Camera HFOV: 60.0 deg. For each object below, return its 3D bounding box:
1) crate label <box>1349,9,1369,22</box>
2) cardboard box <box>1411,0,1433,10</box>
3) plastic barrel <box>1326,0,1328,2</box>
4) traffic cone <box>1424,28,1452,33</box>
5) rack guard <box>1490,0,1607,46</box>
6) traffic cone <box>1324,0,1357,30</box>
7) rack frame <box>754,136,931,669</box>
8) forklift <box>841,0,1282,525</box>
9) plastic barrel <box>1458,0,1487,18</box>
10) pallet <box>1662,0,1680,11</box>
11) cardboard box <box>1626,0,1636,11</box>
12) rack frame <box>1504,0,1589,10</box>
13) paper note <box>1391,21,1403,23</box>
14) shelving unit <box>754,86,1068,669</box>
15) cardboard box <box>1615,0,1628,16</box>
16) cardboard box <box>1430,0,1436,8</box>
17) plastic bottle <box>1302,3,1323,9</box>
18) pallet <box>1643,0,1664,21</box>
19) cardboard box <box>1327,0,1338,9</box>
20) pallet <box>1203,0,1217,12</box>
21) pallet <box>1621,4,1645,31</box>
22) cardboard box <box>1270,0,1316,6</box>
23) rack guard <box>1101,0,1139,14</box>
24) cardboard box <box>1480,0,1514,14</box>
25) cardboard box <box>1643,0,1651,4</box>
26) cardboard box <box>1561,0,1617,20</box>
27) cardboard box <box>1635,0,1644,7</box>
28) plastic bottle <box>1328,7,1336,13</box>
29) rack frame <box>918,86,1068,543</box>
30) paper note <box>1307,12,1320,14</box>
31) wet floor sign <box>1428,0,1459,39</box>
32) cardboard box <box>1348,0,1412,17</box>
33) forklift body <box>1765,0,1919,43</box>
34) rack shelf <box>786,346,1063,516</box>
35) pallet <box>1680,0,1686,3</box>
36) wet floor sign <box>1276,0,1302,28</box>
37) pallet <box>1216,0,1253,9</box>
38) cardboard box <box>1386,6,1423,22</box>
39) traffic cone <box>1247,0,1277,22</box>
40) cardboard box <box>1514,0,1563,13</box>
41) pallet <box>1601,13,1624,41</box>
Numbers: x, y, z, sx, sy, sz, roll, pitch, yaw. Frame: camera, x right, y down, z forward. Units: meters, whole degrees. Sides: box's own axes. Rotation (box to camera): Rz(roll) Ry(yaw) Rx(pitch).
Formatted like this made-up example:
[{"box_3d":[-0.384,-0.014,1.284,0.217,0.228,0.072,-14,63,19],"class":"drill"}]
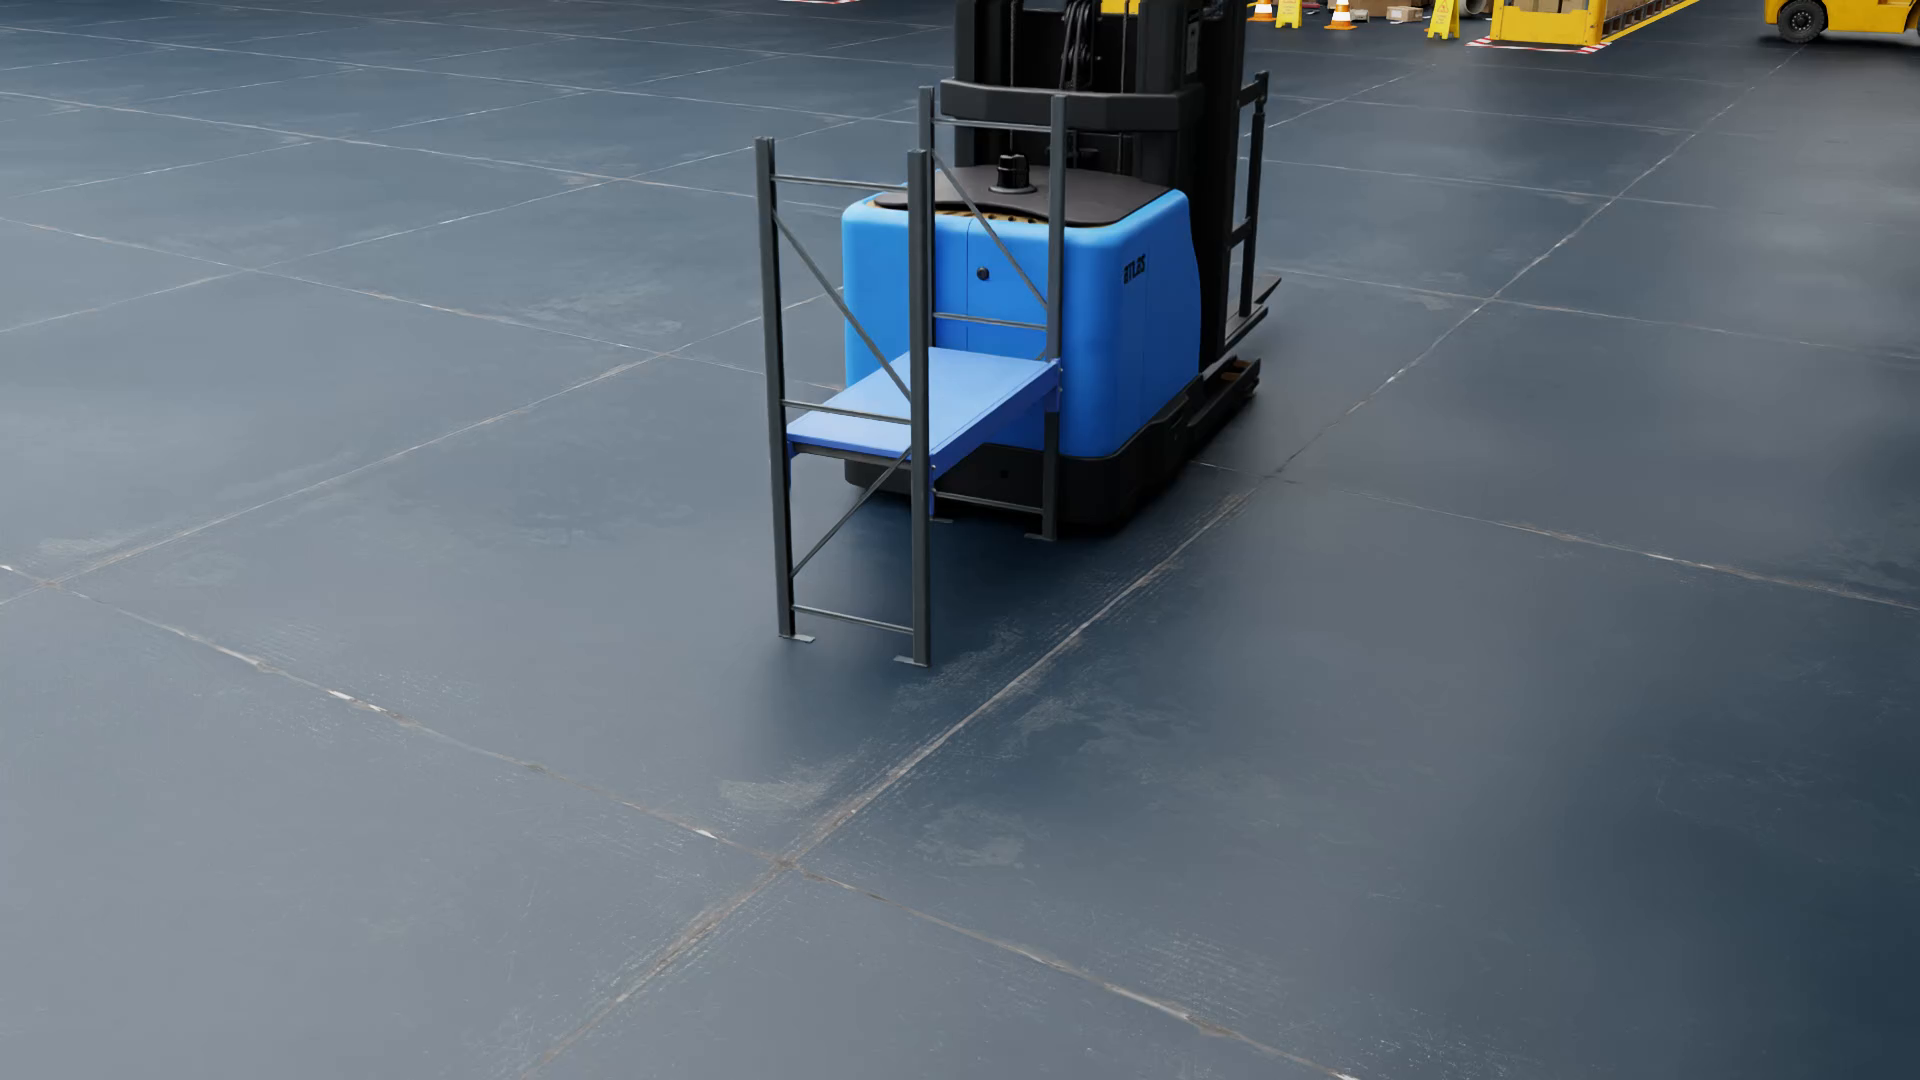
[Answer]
[{"box_3d":[4.919,-6.474,20.533,0.250,0.136,0.298,1,23,2],"class":"crate label"},{"box_3d":[5.810,-7.334,21.886,0.797,0.637,0.503,14,27,29],"class":"cardboard box"},{"box_3d":[5.104,-7.443,22.410,0.421,0.421,0.512,-7,24,-17],"class":"plastic barrel"},{"box_3d":[5.679,-6.228,19.553,0.336,0.463,0.334,14,27,29],"class":"traffic cone"},{"box_3d":[6.588,-5.855,18.645,1.175,0.500,0.348,14,27,29],"class":"rack guard"},{"box_3d":[4.557,-6.345,19.825,0.336,0.463,0.334,14,27,29],"class":"traffic cone"},{"box_3d":[-0.319,-0.356,4.685,0.500,1.500,0.032,10,25,22],"class":"rack frame"},{"box_3d":[0.647,-1.951,6.566,1.130,2.935,3.031,10,25,22],"class":"forklift"},{"box_3d":[6.352,-6.808,20.944,0.421,0.421,0.512,-7,24,-17],"class":"plastic barrel"},{"box_3d":[9.068,-7.310,22.370,1.003,0.211,1.213,14,27,29],"class":"pallet"},{"box_3d":[7.762,-6.479,19.873,0.500,0.250,0.500,16,28,32],"class":"cardboard box"},{"box_3d":[6.548,-6.976,18.089,1.000,3.000,0.127,14,27,29],"class":"rack frame"},{"box_3d":[5.356,-6.350,20.380,0.148,0.019,0.142,5,24,11],"class":"paper note"},{"box_3d":[-0.109,-0.540,5.110,0.538,1.500,1.048,10,25,22],"class":"shelving unit"},{"box_3d":[7.484,-6.292,19.442,0.500,0.250,0.500,15,28,31],"class":"cardboard box"},{"box_3d":[6.405,-7.247,22.155,0.258,0.266,0.396,-3,24,-7],"class":"cardboard box"},{"box_3d":[4.659,-7.075,22.017,0.283,0.061,0.133,5,24,11],"class":"plastic bottle"},{"box_3d":[8.334,-6.813,21.221,1.003,0.211,1.213,14,27,29],"class":"pallet"},{"box_3d":[5.058,-7.109,21.837,0.396,0.266,0.258,20,30,38],"class":"cardboard box"},{"box_3d":[2.645,-6.986,21.622,1.003,0.211,1.213,14,27,29],"class":"pallet"},{"box_3d":[7.691,-6.399,20.266,1.003,0.211,1.213,14,27,29],"class":"pallet"},{"box_3d":[4.453,-7.445,22.314,0.500,0.500,0.500,20,30,38],"class":"cardboard box"},{"box_3d":[2.277,-6.824,20.885,1.175,0.500,0.348,14,27,29],"class":"rack guard"},{"box_3d":[6.937,-7.104,21.527,0.500,0.500,0.500,-7,24,-17],"class":"cardboard box"},{"box_3d":[8.302,-6.820,20.660,0.500,0.250,0.500,13,27,28],"class":"cardboard box"},{"box_3d":[7.209,-6.122,19.047,0.500,0.250,0.500,14,27,29],"class":"cardboard box"},{"box_3d":[8.030,-6.649,20.266,0.500,0.250,0.500,14,27,30],"class":"cardboard box"},{"box_3d":[4.839,-6.860,21.519,0.133,0.061,0.283,5,24,11],"class":"plastic bottle"},{"box_3d":[0.100,-0.724,5.534,0.500,1.500,0.032,10,25,22],"class":"rack frame"},{"box_3d":[4.537,-6.776,21.365,0.142,0.017,0.144,-17,29,-35],"class":"paper note"},{"box_3d":[5.539,-6.056,18.927,0.232,0.644,0.267,-17,29,-35],"class":"wet floor sign"},{"box_3d":[5.324,-6.954,21.180,0.797,0.503,0.637,-3,24,-7],"class":"cardboard box"},{"box_3d":[10.218,-6.570,18.220,2.313,2.155,1.214,14,27,29],"class":"forklift body"},{"box_3d":[-0.109,-0.375,5.181,0.538,0.185,1.000,10,25,22],"class":"rack shelf"},{"box_3d":[9.710,-7.723,23.325,1.003,0.211,1.213,14,27,29],"class":"pallet"},{"box_3d":[3.957,-6.474,19.894,0.267,0.644,0.232,9,25,20],"class":"wet floor sign"},{"box_3d":[3.289,-7.396,22.569,1.003,0.211,1.213,14,27,29],"class":"pallet"},{"box_3d":[5.523,-6.533,20.655,0.250,0.149,0.380,-12,26,-26],"class":"cardboard box"},{"box_3d":[3.776,-6.697,20.637,0.336,0.463,0.334,14,27,29],"class":"traffic cone"},{"box_3d":[6.759,-6.245,19.331,0.500,0.250,0.500,14,27,29],"class":"cardboard box"},{"box_3d":[7.047,-5.989,19.319,1.003,0.211,1.213,14,27,29],"class":"pallet"}]
